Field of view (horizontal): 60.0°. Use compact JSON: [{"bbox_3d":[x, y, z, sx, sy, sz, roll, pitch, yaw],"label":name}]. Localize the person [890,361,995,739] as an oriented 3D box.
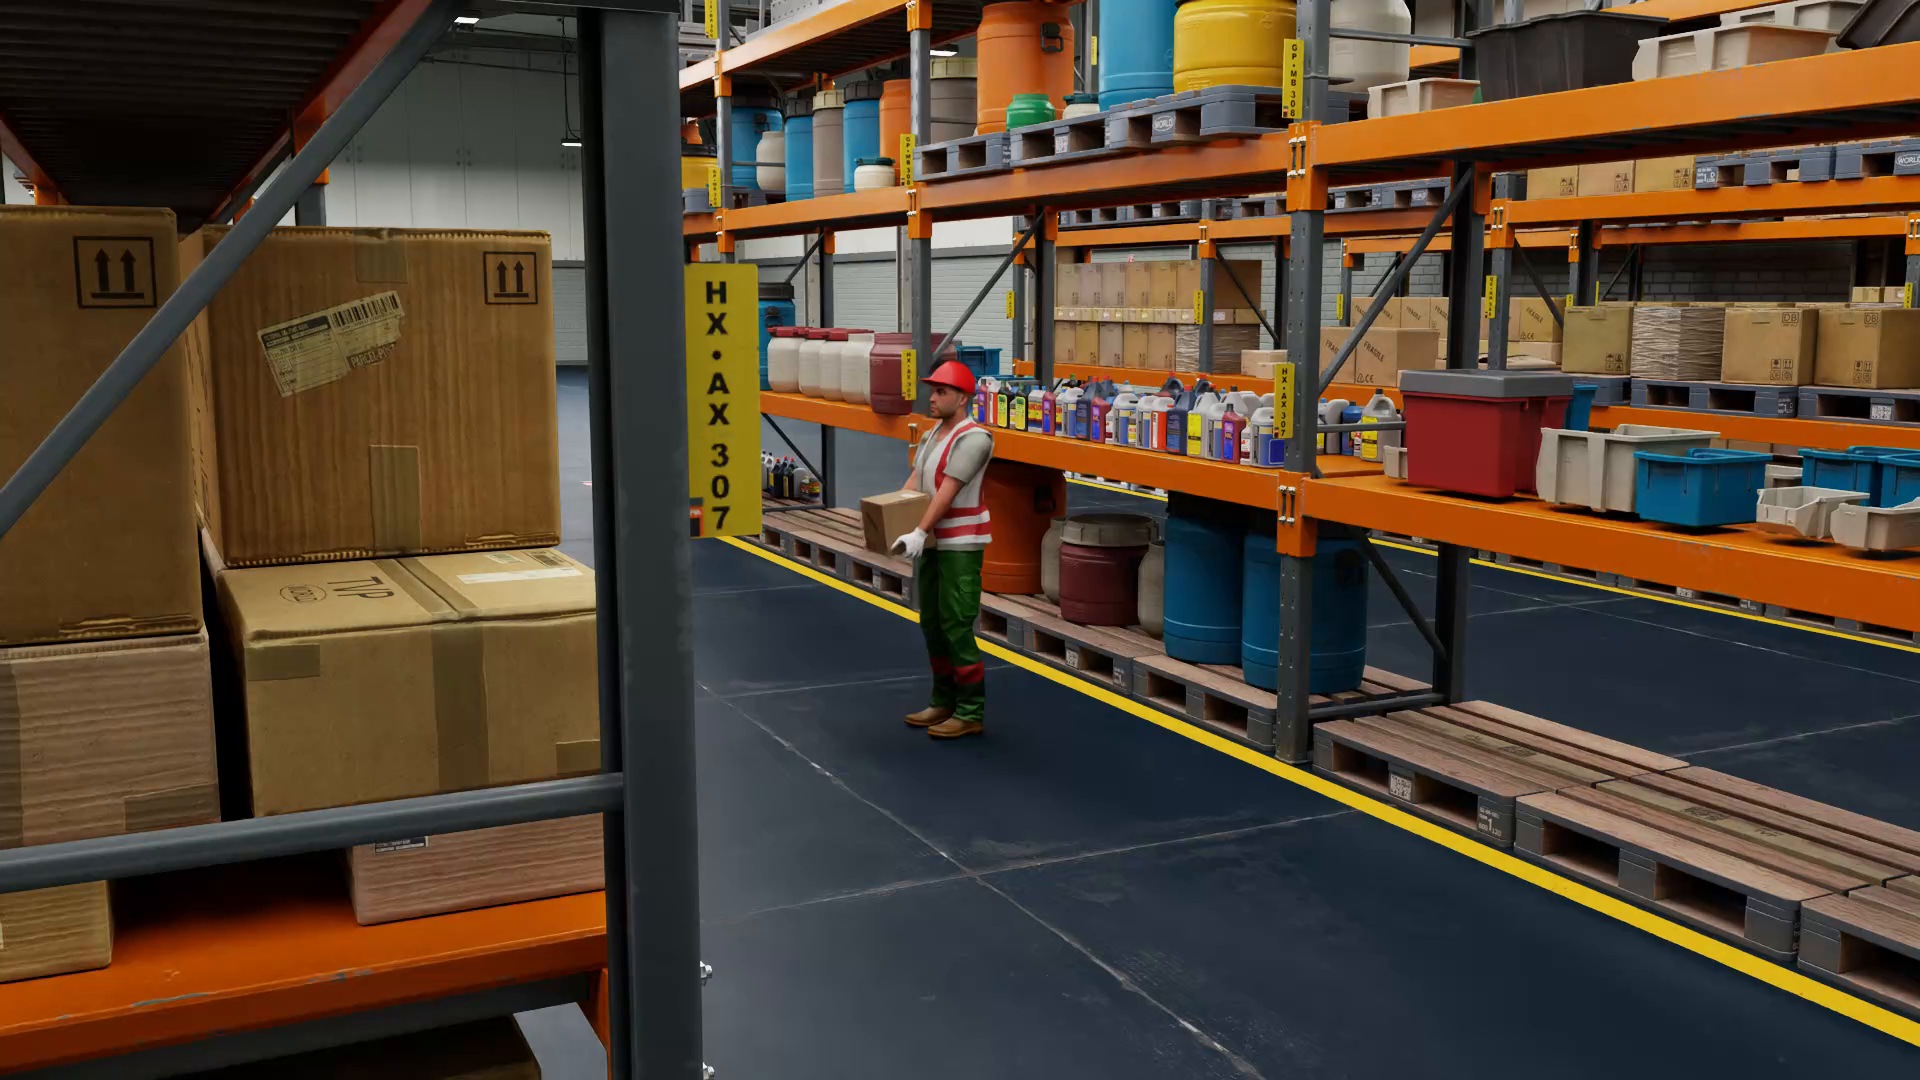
[{"bbox_3d":[-0.129,0.046,7.947,0.554,1.787,0.495,-4,9,-26],"label":"person"}]
